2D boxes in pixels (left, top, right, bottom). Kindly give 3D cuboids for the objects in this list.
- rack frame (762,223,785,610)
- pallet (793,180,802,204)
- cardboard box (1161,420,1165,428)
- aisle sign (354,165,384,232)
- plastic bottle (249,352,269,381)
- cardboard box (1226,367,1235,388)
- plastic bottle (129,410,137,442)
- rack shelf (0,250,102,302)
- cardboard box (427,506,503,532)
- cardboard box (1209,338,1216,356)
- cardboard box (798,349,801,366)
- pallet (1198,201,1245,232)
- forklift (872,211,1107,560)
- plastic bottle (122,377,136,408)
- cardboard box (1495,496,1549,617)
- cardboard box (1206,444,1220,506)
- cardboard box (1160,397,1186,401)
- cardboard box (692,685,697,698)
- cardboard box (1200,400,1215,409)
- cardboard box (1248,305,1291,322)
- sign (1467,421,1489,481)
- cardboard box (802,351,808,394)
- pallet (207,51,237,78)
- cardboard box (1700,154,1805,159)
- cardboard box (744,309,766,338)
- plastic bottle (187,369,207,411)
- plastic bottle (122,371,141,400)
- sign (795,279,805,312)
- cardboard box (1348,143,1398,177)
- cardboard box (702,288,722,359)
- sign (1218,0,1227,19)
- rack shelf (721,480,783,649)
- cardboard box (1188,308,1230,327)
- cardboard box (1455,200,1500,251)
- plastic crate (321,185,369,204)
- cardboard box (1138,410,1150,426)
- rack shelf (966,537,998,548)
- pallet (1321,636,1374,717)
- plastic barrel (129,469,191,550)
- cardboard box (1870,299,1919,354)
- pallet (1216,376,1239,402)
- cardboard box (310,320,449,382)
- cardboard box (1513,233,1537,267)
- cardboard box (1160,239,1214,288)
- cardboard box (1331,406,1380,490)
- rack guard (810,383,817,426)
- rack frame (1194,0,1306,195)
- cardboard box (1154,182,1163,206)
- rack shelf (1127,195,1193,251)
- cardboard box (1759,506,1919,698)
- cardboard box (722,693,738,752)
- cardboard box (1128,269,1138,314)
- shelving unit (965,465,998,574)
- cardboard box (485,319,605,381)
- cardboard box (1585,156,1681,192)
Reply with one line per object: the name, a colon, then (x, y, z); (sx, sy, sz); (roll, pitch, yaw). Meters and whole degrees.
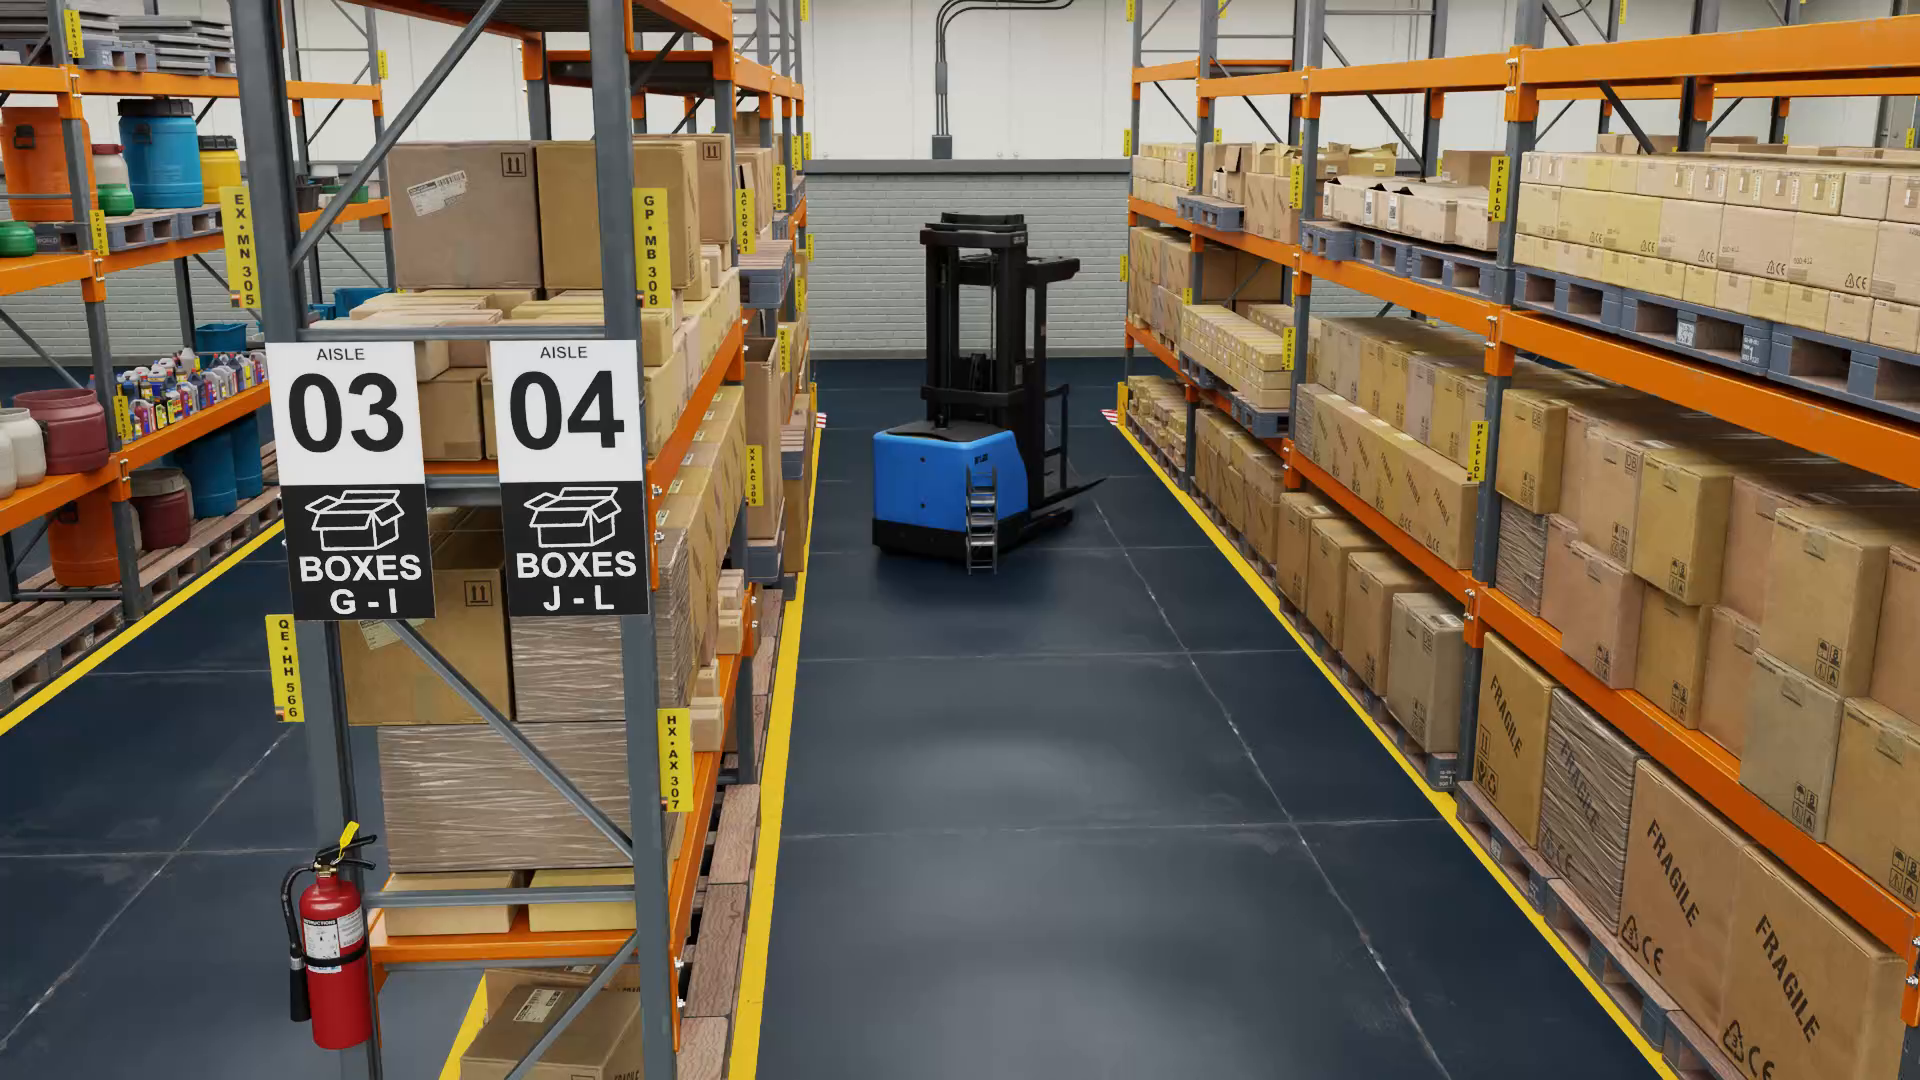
rack frame: (-1.887, -0.906, 12.752); (1.000, 3.000, 0.127); (-1, 14, -3)
pallet: (-2.247, -3.817, 18.224); (1.003, 0.211, 1.213); (-1, 14, -3)
cardboard box: (2.473, -1.320, 18.642); (0.380, 0.149, 0.250); (-2, 15, -6)
aisle sign: (-7.038, -4.101, 19.951); (0.394, 0.787, 0.004); (-1, 14, -3)
plastic bottle: (-6.731, -1.671, 15.975); (0.152, 0.276, 0.135); (-1, 14, -3)
cardboard box: (2.521, -1.410, 14.370); (0.380, 0.149, 0.250); (-2, 15, -6)
plastic bottle: (-6.514, -0.909, 13.022); (0.097, 0.271, 0.097); (0, 14, 0)
rack shelf: (-6.706, -1.437, 10.238); (1.077, 0.370, 4.000); (-1, 14, -3)
cardboard box: (-1.708, 0.149, 5.845); (0.500, 0.500, 0.500); (-1, 14, -3)
cardboard box: (2.474, -1.747, 15.084); (0.380, 0.149, 0.250); (-1, 14, -4)
cardboard box: (-1.821, -1.858, 16.956); (0.380, 0.149, 0.250); (-1, 14, -3)
pallet: (2.822, -2.901, 14.863); (1.213, 0.211, 1.003); (-1, 14, -3)
forklift: (0.417, -1.565, 15.451); (1.130, 2.935, 3.031); (9, 17, 30)
plastic bottle: (-7.222, -1.278, 14.455); (0.097, 0.271, 0.097); (0, 14, 0)
cardboard box: (3.353, 0.056, 8.711); (0.875, 0.550, 0.550); (-1, 14, -3)
cardboard box: (2.638, -0.626, 15.836); (0.500, 0.500, 0.500); (0, 14, -1)
cardboard box: (2.480, -1.534, 18.879); (0.380, 0.149, 0.250); (-1, 14, -3)
cardboard box: (-1.315, 0.696, 7.030); (0.380, 0.149, 0.250); (-1, 14, -3)
cardboard box: (2.913, -1.479, 18.664); (0.380, 0.149, 0.250); (-1, 15, -6)
cardboard box: (3.042, -2.225, 16.347); (0.380, 0.149, 0.250); (0, 14, -1)
sign: (2.777, -0.474, 8.909); (0.100, 0.325, 0.005); (-1, 14, -3)
cardboard box: (-2.206, -1.686, 19.204); (0.875, 0.875, 0.875); (-1, 14, -3)
pallet: (-6.996, -4.239, 14.849); (1.003, 0.211, 1.213); (-1, 14, -3)
cardboard box: (3.689, -1.720, 7.758); (0.380, 0.149, 0.250); (-1, 14, -4)
cardboard box: (-1.916, -1.623, 13.322); (0.797, 0.503, 0.637); (0, 14, -2)
plastic bottle: (-6.626, -1.303, 14.394); (0.144, 0.351, 0.185); (-1, 14, -3)
plastic bottle: (-7.358, -1.355, 14.747); (0.152, 0.276, 0.135); (-1, 14, -3)
sign: (-1.593, -2.434, 16.526); (0.100, 0.325, 0.005); (-1, 14, -3)
cardboard box: (3.288, -3.063, 13.376); (0.396, 0.266, 0.258); (-1, 14, -3)
cardboard box: (-1.291, -0.925, 7.108); (0.500, 0.250, 0.500); (-1, 14, -4)
sign: (3.130, -6.385, 19.815); (0.100, 0.325, 0.005); (-1, 14, -3)
rack shelf: (-1.763, -0.060, 10.909); (1.077, 0.370, 4.000); (-1, 14, -3)
cardboard box: (2.411, -2.148, 16.046); (0.380, 0.149, 0.250); (0, 14, -2)
cardboard box: (3.115, -1.768, 9.339); (0.500, 0.250, 0.500); (-1, 14, -3)
plastic crate: (-6.980, -3.929, 18.904); (0.450, 0.188, 0.336); (-1, 14, -3)
cardboard box: (2.314, -1.444, 19.721); (0.380, 0.149, 0.250); (-1, 14, -3)
rack shelf: (0.183, 0.034, 14.166); (0.258, 0.077, 0.200); (-1, 14, -4)
pallet: (3.116, 0.893, 11.357); (1.003, 0.211, 1.213); (-1, 14, -3)
plastic barrel: (-6.947, -0.268, 14.267); (0.600, 0.588, 0.708); (-1, 14, -3)
cardboard box: (3.192, -0.691, 5.357); (0.380, 0.149, 0.250); (-1, 14, -3)
pallet: (2.907, -1.356, 14.887); (1.003, 0.211, 1.213); (-1, 14, -3)
cardboard box: (-1.720, -0.554, 4.864); (0.380, 0.149, 0.250); (-1, 14, -3)
cardboard box: (3.001, -1.450, 8.306); (0.380, 0.149, 0.250); (-1, 14, -4)
cardboard box: (2.468, -2.998, 18.077); (0.500, 0.500, 0.500); (-1, 14, -2)
cardboard box: (2.894, -0.638, 11.511); (0.500, 0.500, 0.500); (-1, 14, -3)
rack guard: (-2.384, -1.691, 20.820); (1.175, 0.500, 0.348); (-1, 14, -3)
rack frame: (2.822, -4.858, 16.071); (1.000, 3.000, 0.127); (-1, 14, -3)
cardboard box: (2.441, -3.824, 18.375); (0.500, 0.250, 0.500); (-1, 14, -4)
rack shelf: (2.698, -3.554, 18.468); (1.077, 0.370, 4.000); (-1, 14, -3)
cardboard box: (3.455, 0.208, 5.953); (0.875, 0.550, 0.550); (-1, 14, -3)
cardboard box: (-1.655, 0.933, 9.737); (0.700, 0.500, 0.500); (-2, 15, -8)
cardboard box: (2.327, -3.024, 20.185); (0.500, 0.500, 0.500); (0, 14, -1)
shelving unit: (0.183, -0.172, 14.113); (0.258, 0.900, 0.210); (-1, 14, -4)
cardboard box: (-1.177, -0.562, 4.895); (0.380, 0.149, 0.250); (-1, 14, -4)
cardboard box: (3.050, -1.647, 7.470); (0.380, 0.149, 0.250); (-1, 14, -4)
